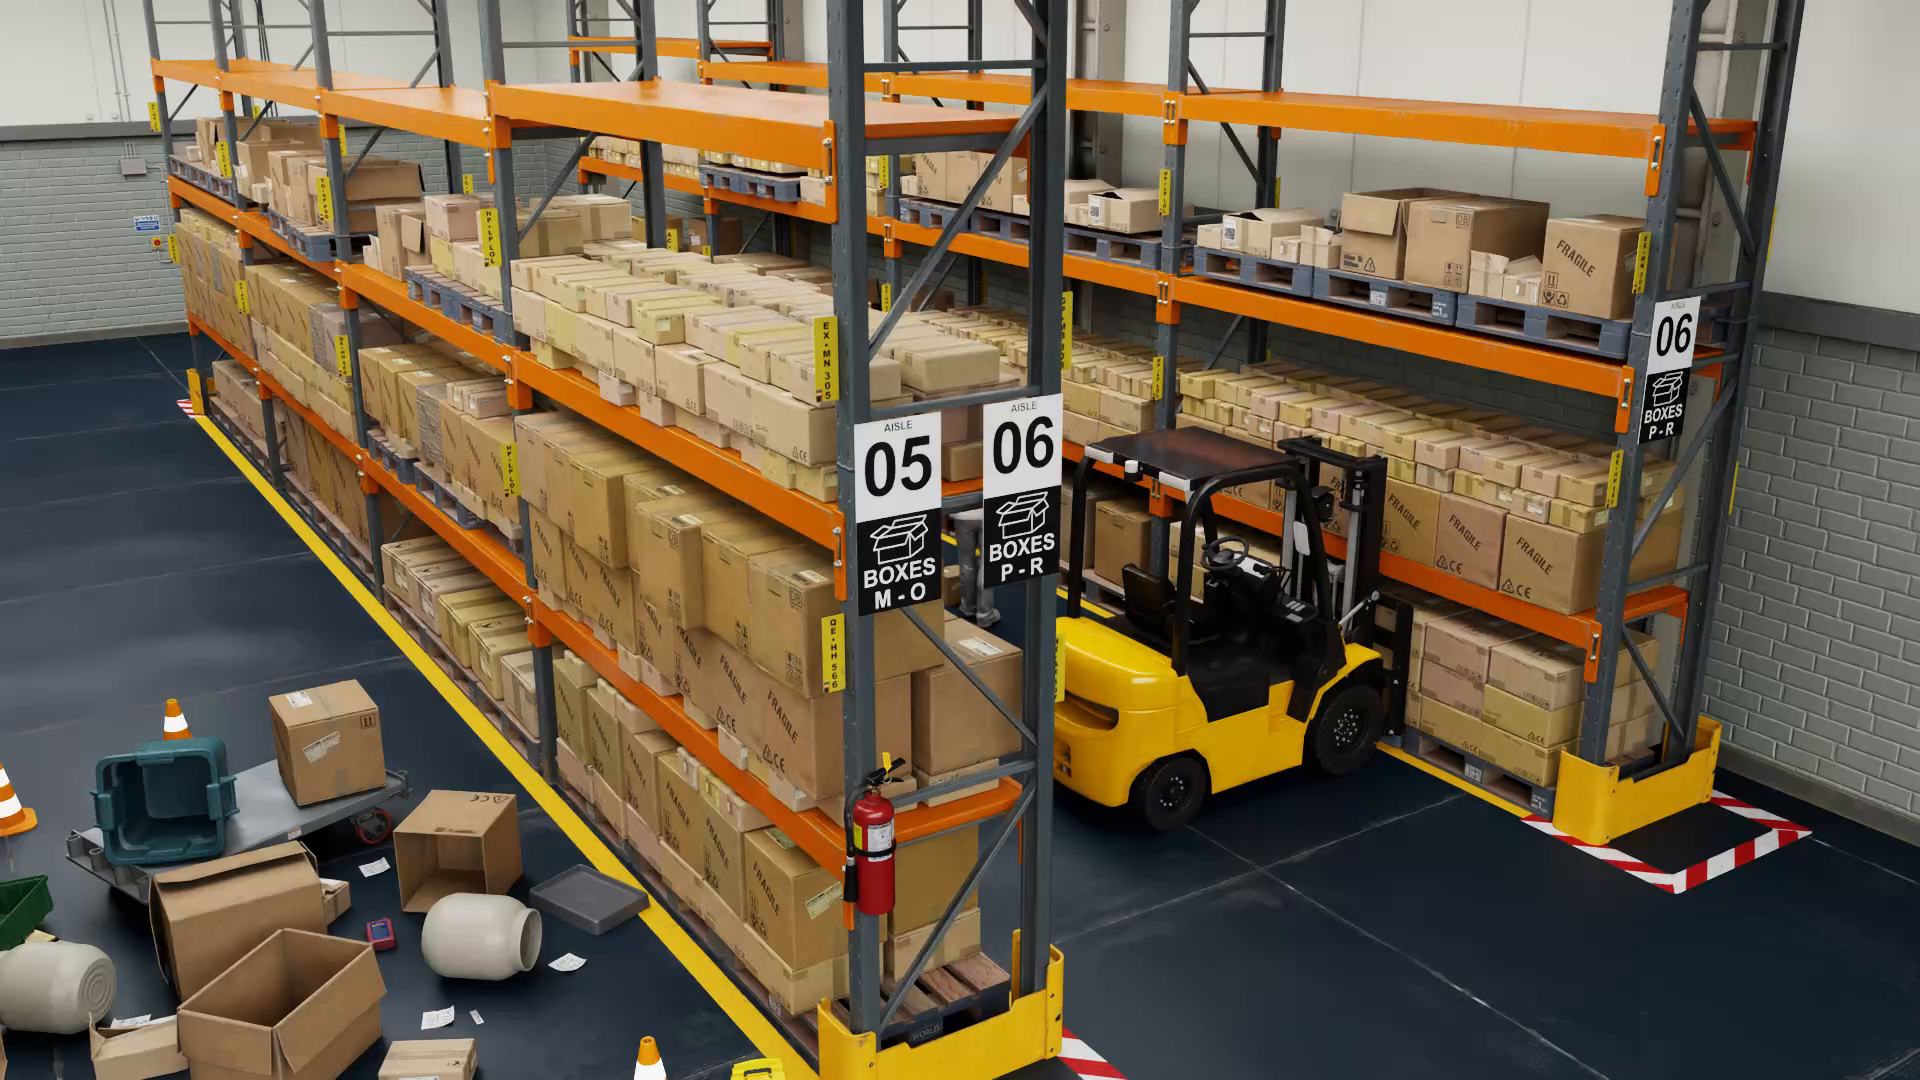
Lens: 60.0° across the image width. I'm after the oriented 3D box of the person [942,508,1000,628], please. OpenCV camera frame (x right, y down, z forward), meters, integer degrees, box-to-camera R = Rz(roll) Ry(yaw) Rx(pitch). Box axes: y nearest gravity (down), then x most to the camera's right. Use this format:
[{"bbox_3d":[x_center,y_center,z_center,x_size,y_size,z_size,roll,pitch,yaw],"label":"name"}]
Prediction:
[{"bbox_3d":[0.145,-0.212,13.164,0.585,1.778,0.585,1,18,3],"label":"person"}]
